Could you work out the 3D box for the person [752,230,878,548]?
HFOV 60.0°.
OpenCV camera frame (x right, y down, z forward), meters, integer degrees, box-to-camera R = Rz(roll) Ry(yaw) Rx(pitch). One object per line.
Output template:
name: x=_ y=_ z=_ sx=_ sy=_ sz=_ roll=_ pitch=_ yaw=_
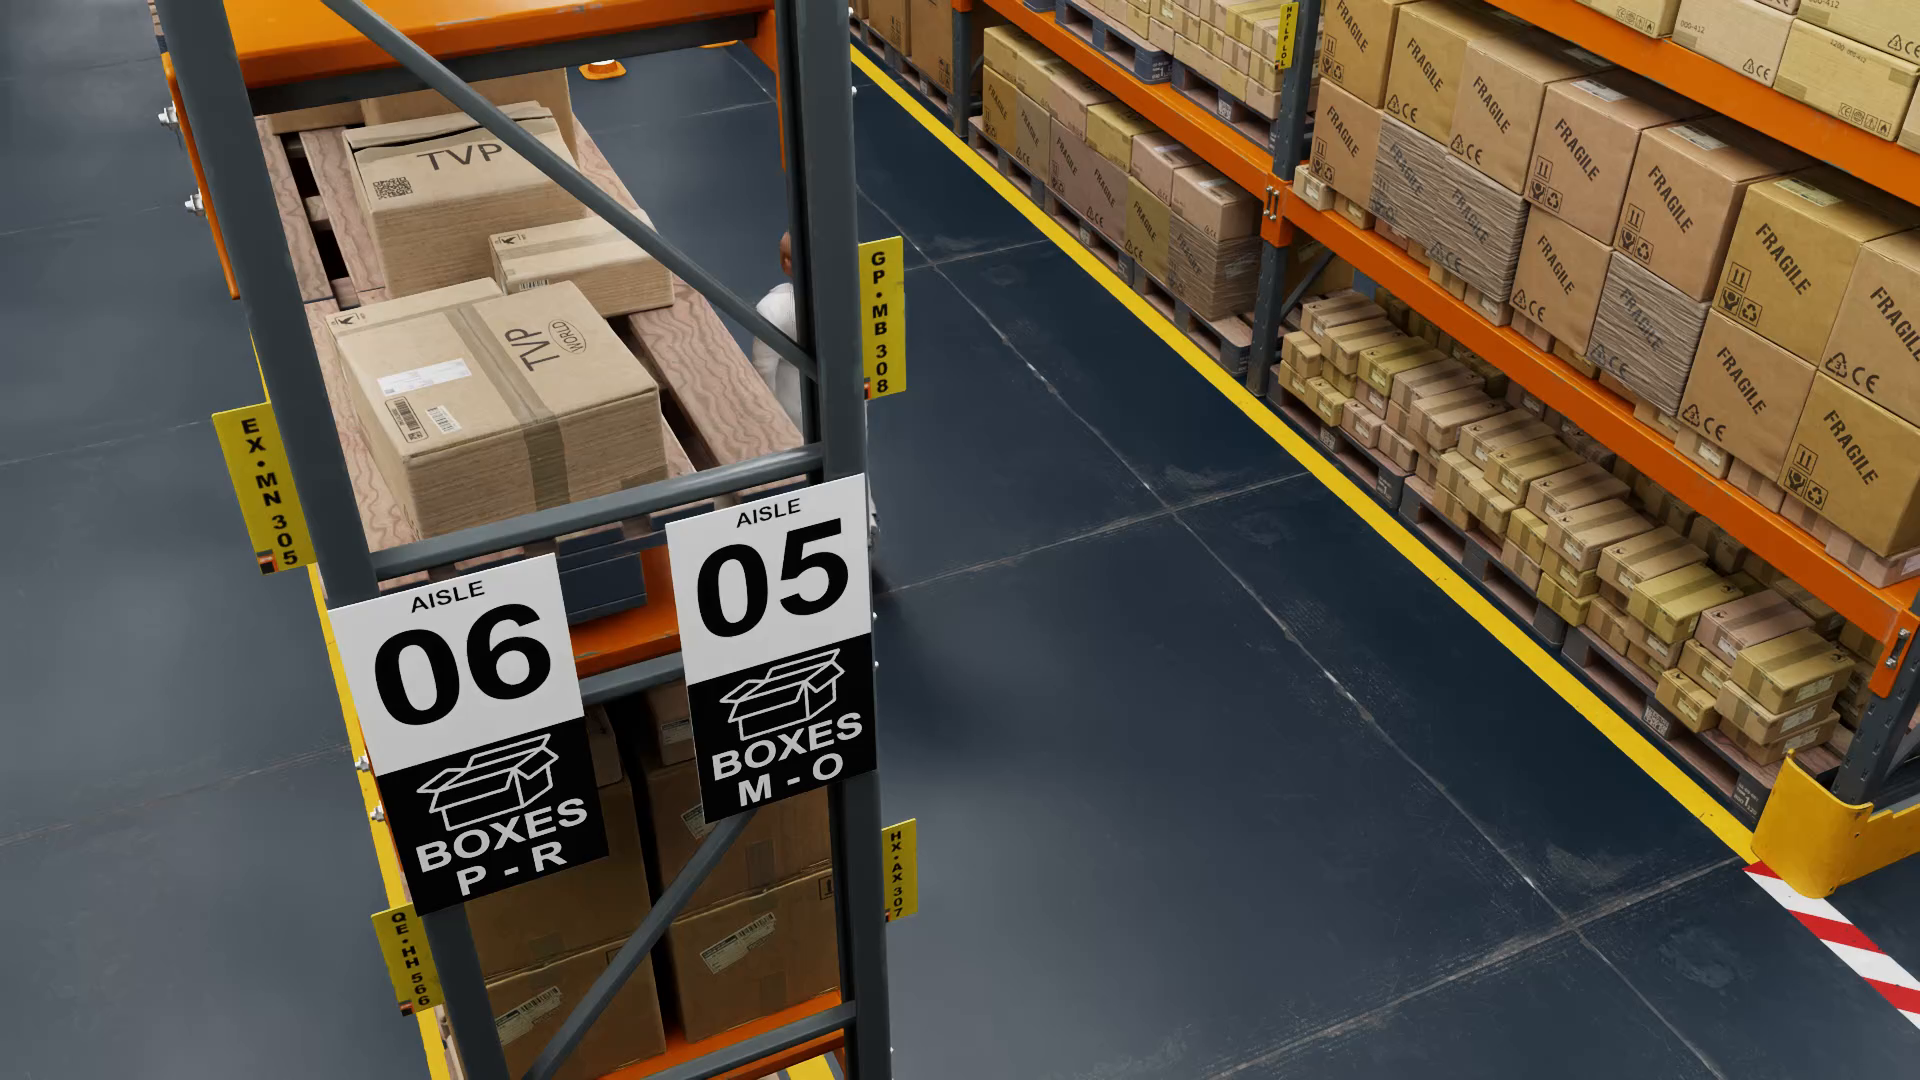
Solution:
person: x=-0.724 y=-0.698 z=7.779 sx=0.607 sy=1.762 sz=0.846 roll=-17 pitch=40 yaw=-21
